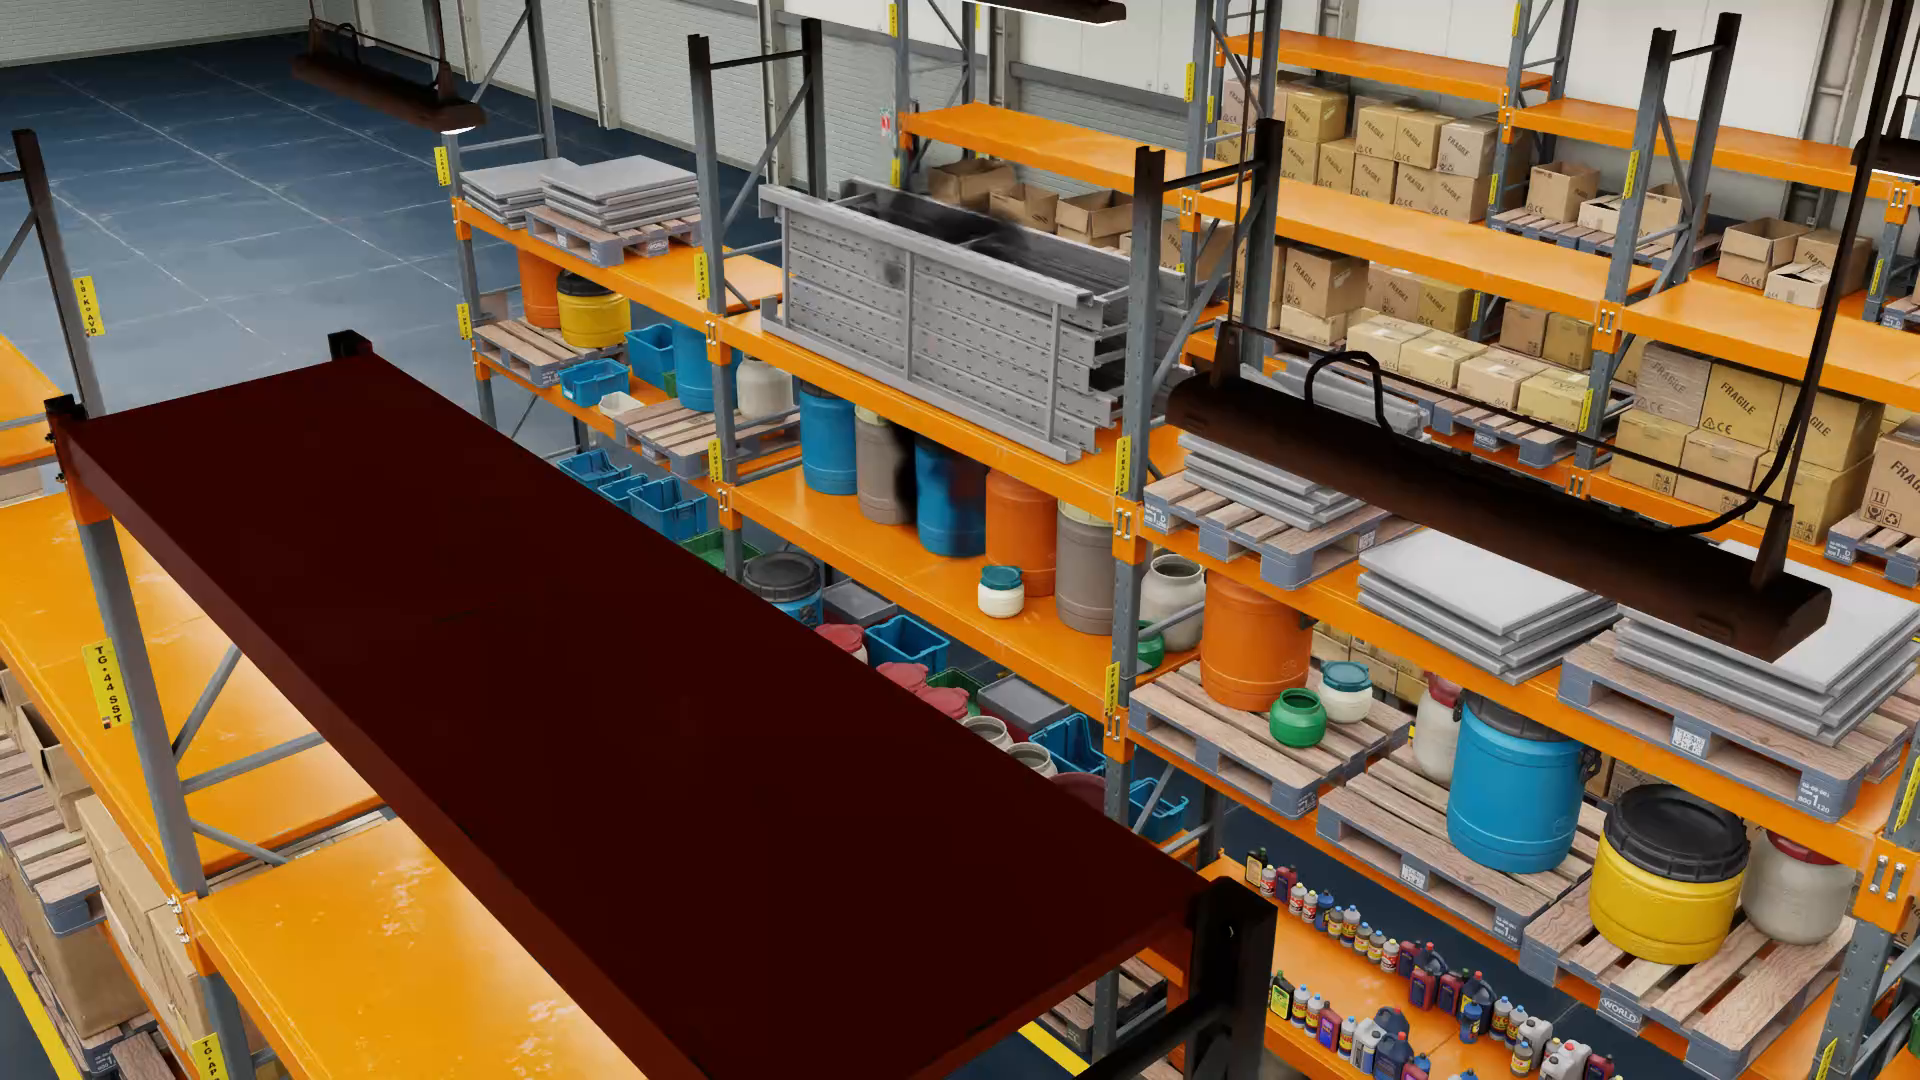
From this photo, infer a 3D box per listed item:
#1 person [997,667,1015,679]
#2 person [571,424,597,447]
[{"bbox_3d":[0.523,0.598,14.487,0.704,1.834,0.745,-23,35,-38],"label":"person"},{"bbox_3d":[-4.139,-1.852,19.378,0.952,1.676,0.579,-4,27,-9],"label":"person"}]
